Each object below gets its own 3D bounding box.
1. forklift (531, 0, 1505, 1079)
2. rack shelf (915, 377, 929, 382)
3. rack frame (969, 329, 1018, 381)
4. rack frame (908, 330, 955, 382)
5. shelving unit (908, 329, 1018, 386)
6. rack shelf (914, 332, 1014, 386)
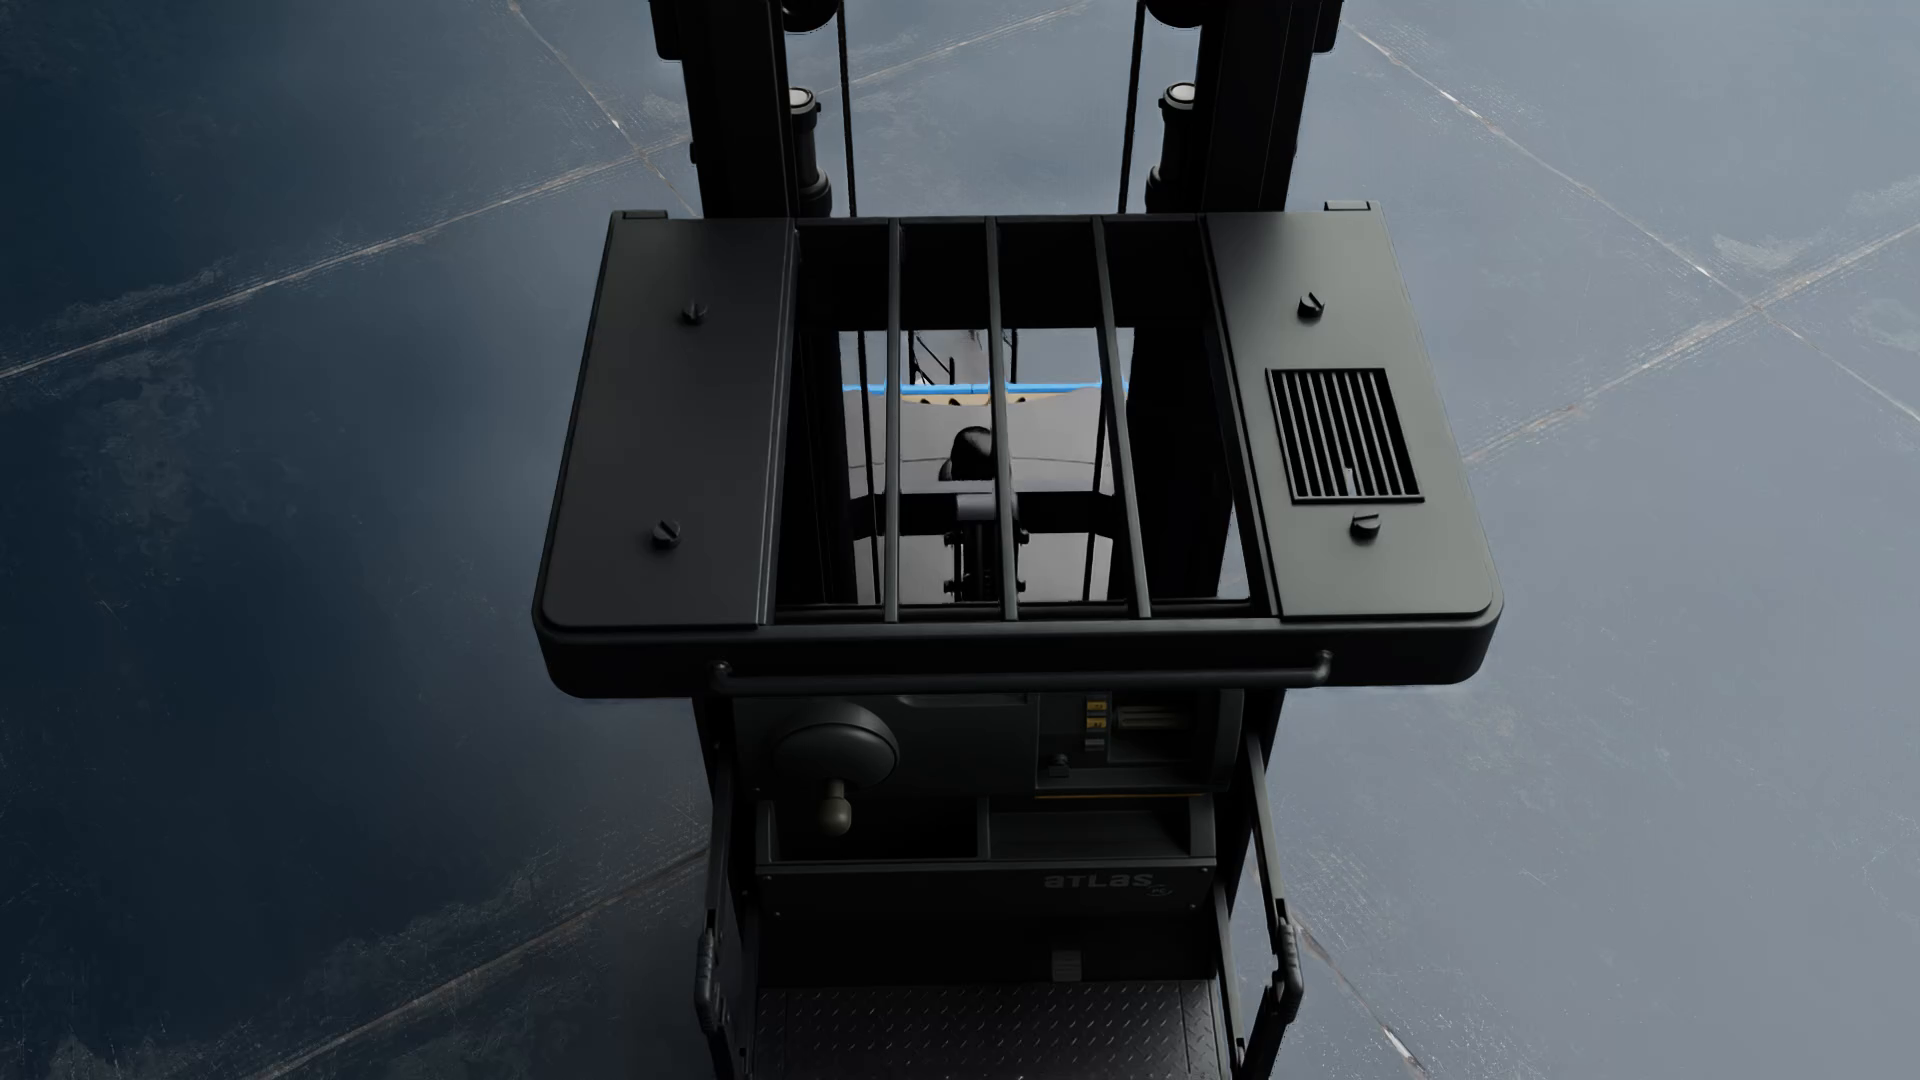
[{"bbox_3d":[0.058,0.441,2.894,1.130,2.935,3.031,-1,48,-1],"label":"forklift"},{"bbox_3d":[0.007,-0.400,4.807,0.200,0.077,0.258,-25,53,-21],"label":"rack shelf"},{"bbox_3d":[0.093,-0.343,4.953,0.006,0.900,0.240,-25,53,-21],"label":"rack frame"},{"bbox_3d":[-0.079,-0.262,4.881,0.006,0.900,0.240,-25,53,-21],"label":"rack frame"},{"bbox_3d":[0.007,-0.302,4.917,0.210,0.900,0.258,-25,53,-21],"label":"shelving unit"},{"bbox_3d":[0.007,-0.460,4.740,0.200,0.077,0.258,-25,53,-21],"label":"rack shelf"}]
